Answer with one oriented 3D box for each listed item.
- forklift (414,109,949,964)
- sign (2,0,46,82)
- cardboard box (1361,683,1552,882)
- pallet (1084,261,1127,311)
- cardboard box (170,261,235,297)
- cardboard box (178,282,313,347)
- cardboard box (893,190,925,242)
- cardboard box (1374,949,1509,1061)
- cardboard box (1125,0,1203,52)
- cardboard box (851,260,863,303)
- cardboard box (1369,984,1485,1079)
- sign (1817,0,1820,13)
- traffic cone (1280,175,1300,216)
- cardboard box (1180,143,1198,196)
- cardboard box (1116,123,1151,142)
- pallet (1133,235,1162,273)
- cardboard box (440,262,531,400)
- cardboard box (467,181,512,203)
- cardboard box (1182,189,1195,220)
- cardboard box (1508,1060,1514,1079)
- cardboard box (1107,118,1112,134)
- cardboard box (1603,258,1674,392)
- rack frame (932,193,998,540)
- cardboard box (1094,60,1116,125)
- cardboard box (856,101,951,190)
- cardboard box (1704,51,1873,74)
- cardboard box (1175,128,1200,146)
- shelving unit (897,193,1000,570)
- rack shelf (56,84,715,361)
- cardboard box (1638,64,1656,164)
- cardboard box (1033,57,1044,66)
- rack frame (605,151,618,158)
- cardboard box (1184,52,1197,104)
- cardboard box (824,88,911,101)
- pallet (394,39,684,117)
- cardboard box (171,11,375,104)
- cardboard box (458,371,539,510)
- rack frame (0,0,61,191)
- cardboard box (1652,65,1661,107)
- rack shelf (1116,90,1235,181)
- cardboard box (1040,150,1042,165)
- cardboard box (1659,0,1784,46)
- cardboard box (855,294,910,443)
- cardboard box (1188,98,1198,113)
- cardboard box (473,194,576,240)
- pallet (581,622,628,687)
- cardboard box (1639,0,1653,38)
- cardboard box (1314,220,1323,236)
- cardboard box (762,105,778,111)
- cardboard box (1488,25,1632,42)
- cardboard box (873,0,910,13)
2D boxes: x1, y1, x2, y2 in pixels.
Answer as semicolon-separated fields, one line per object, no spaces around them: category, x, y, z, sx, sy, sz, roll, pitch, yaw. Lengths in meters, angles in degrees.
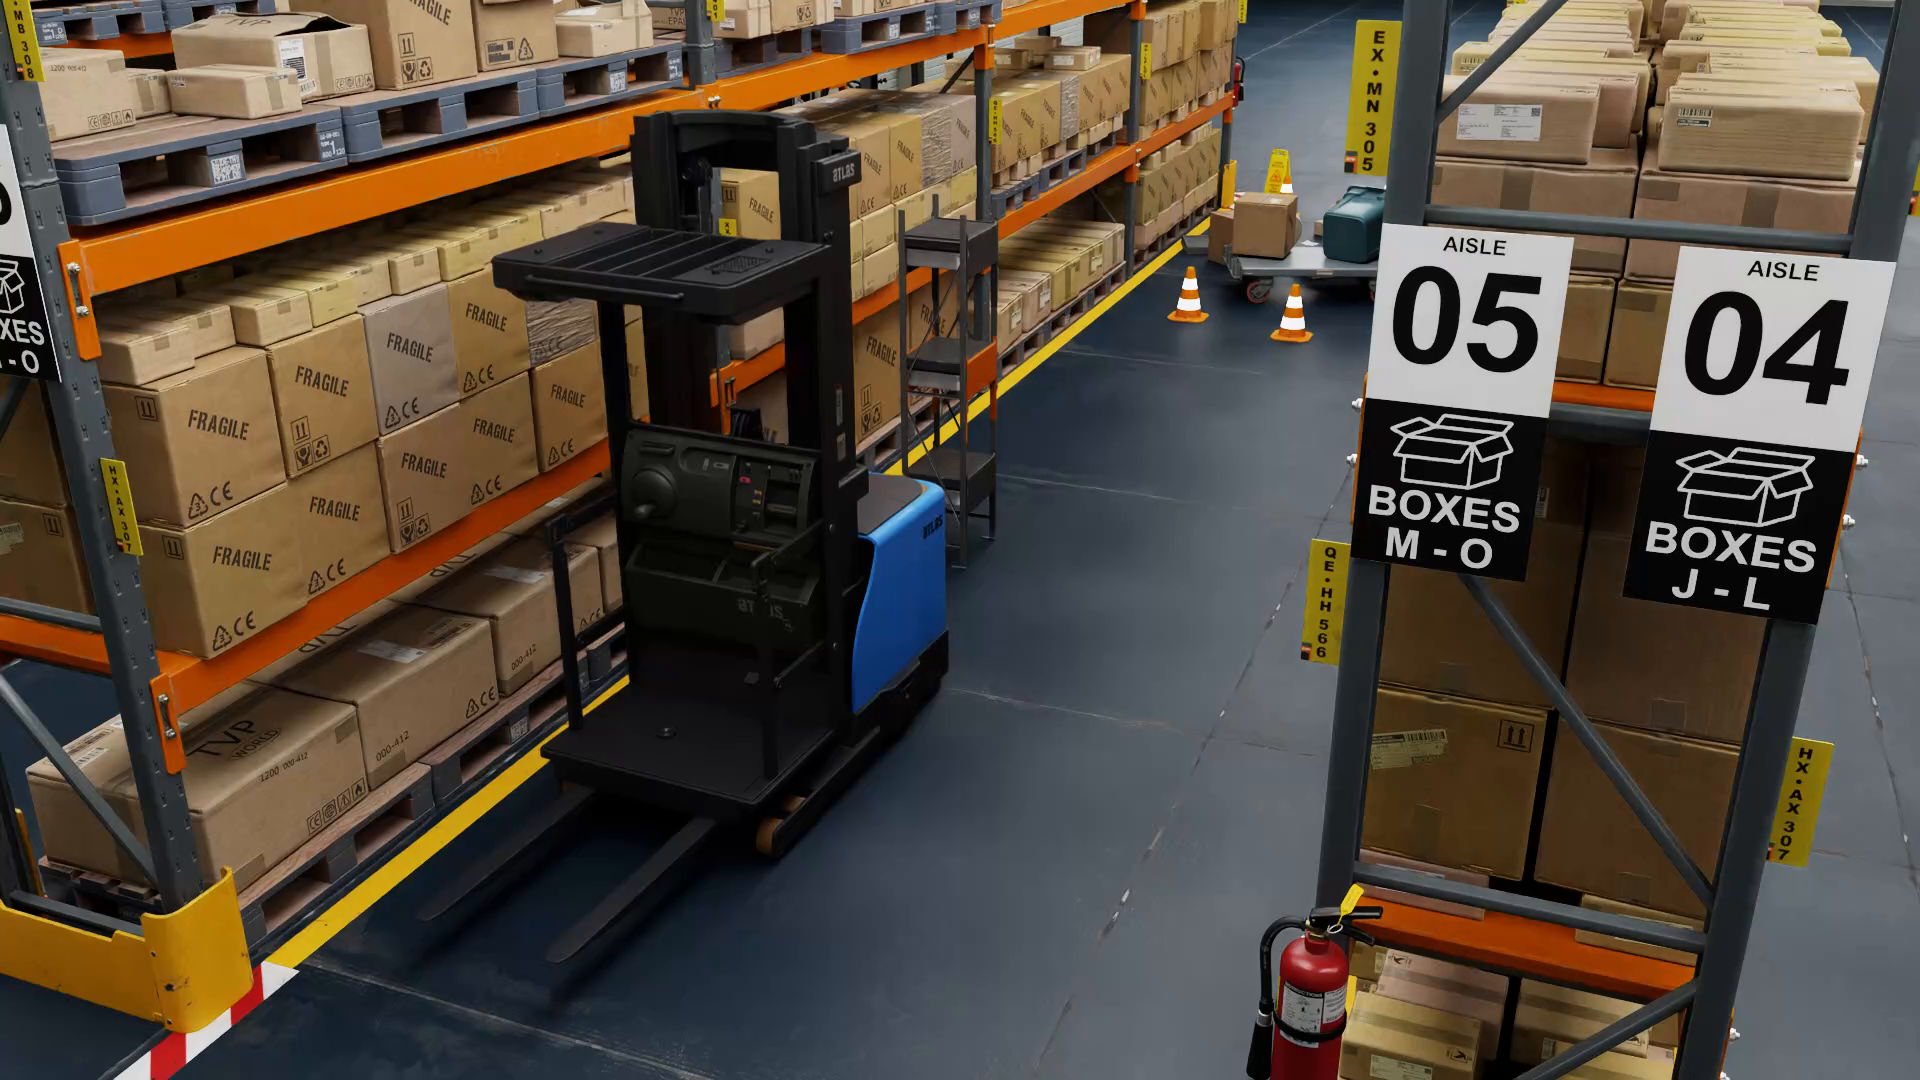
forklift;-1.128;-0.201;6.929;1.130;2.935;3.031;10;25;22
sign;-2.715;-1.493;4.805;0.100;0.325;0.005;9;24;20
cardboard box;1.333;0.540;4.549;0.500;0.500;0.500;9;24;21
pallet;0.942;-2.480;15.913;1.003;0.211;1.213;9;24;20
cardboard box;-3.059;-0.998;6.479;0.380;0.149;0.250;9;24;21
cardboard box;-2.605;-0.826;6.067;0.380;0.149;0.250;10;25;22
cardboard box;-0.559;-2.195;11.160;0.500;0.250;0.500;8;24;19
cardboard box;1.513;1.461;5.242;0.380;0.149;0.250;9;24;21
cardboard box;2.125;-5.371;17.405;0.700;0.500;0.500;9;24;20
cardboard box;-0.938;-1.599;10.382;0.500;0.250;0.500;9;24;20
cardboard box;1.484;1.590;5.319;0.380;0.149;0.250;8;24;19
sign;3.398;-2.058;6.722;0.100;0.325;0.005;9;24;20
traffic cone;3.753;-3.968;19.148;0.336;0.463;0.334;9;24;20
cardboard box;2.275;-4.057;18.120;0.500;0.500;0.500;8;24;19
cardboard box;1.644;-3.996;16.251;0.380;0.149;0.250;9;24;20
pallet;1.446;-3.004;17.168;1.003;0.211;1.213;9;24;20
cardboard box;-2.231;-0.939;7.180;0.500;0.500;0.500;9;24;20
cardboard box;-2.386;-1.642;8.020;0.380;0.149;0.250;9;24;20
cardboard box;2.276;-3.702;18.243;0.500;0.250;0.500;8;24;18
cardboard box;2.004;1.706;5.427;0.380;0.149;0.250;9;24;21
cardboard box;1.180;-3.808;15.255;0.380;0.149;0.250;8;24;18
cardboard box;1.810;-0.517;3.900;0.500;0.250;0.500;10;25;22
rack frame;0.029;-0.997;9.913;0.400;2.100;0.015;9;24;20
cardboard box;1.088;-4.047;14.986;0.500;0.500;0.500;9;24;20
cardboard box;-0.389;-2.714;11.429;0.500;0.500;0.500;9;24;21
cardboard box;2.108;-1.154;4.257;0.380;0.149;0.250;9;24;21
cardboard box;2.390;-4.398;18.096;0.380;0.149;0.250;10;25;22
shelving unit;-0.062;-0.910;9.703;0.431;2.100;0.503;9;24;20
rack shelf;-2.485;-1.519;7.036;1.077;0.370;4.000;9;24;20
cardboard box;1.920;-1.370;5.293;0.500;0.250;0.500;8;24;18
cardboard box;0.603;-4.116;15.153;0.500;0.500;0.500;9;24;20
rack frame;-3.381;-4.755;17.741;1.000;3.000;0.127;9;24;20
cardboard box;2.184;-4.891;17.551;0.500;0.500;0.500;9;24;21
cardboard box;-0.667;-2.980;12.065;0.500;0.500;0.500;8;24;18
pallet;-2.056;-2.234;7.931;1.003;0.211;1.213;9;24;20
cardboard box;-2.626;-1.862;6.366;0.500;0.311;0.500;9;24;21
cardboard box;-2.245;-0.474;7.363;0.500;0.500;0.500;10;25;22
rack frame;-3.228;-2.519;4.606;1.000;3.000;0.127;9;24;20
cardboard box;2.388;-1.291;5.104;0.500;0.250;0.500;8;24;18
rack shelf;1.972;-4.429;17.895;1.077;0.370;4.000;9;24;20
cardboard box;0.456;-3.162;13.709;0.380;0.149;0.250;10;25;23
cardboard box;2.681;-1.822;5.857;0.380;0.149;0.250;10;25;22
cardboard box;-0.925;-1.273;11.619;0.875;0.875;0.875;9;24;21
cardboard box;2.365;-4.729;18.005;0.380;0.149;0.250;9;24;20
cardboard box;-1.998;-1.479;7.630;0.380;0.149;0.250;9;24;20
pallet;-2.097;0.365;9.102;1.003;0.211;1.213;9;24;20
cardboard box;2.386;-1.980;6.234;0.380;0.149;0.250;9;24;19
cardboard box;4.104;-3.403;18.205;0.250;0.149;0.380;-17;28;-35
cardboard box;-2.431;-5.248;20.648;0.500;0.250;0.500;9;24;20
cardboard box;1.761;-1.423;4.902;0.380;0.149;0.250;9;24;21
cardboard box;-0.642;-3.566;10.328;0.500;0.500;0.500;9;24;21
